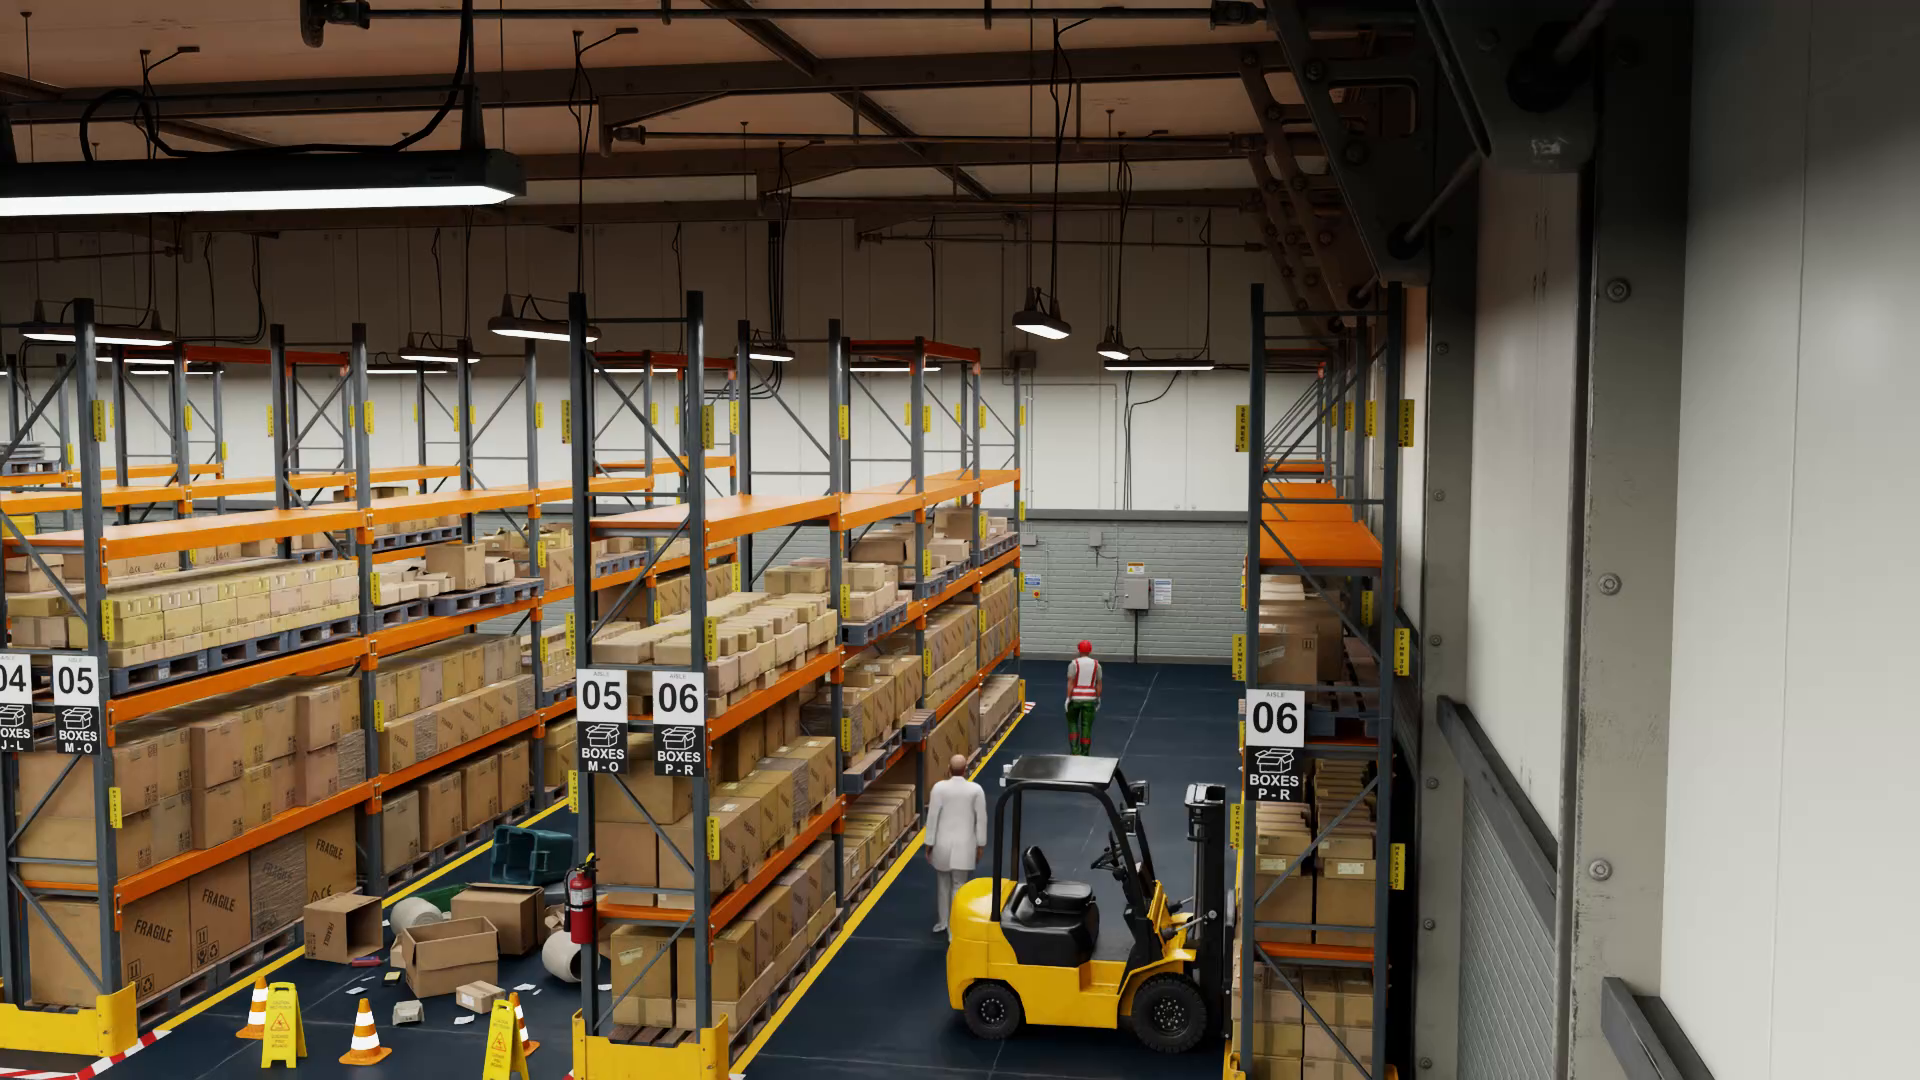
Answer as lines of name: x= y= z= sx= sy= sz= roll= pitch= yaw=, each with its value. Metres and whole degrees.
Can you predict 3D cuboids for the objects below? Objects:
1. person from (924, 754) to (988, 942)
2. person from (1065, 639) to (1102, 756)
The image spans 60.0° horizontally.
person: x=-0.042 y=3.007 z=16.147 sx=0.607 sy=1.834 sz=0.608 roll=0 pitch=5 yaw=6
person: x=1.787 y=2.346 z=24.090 sx=0.555 sy=1.808 sz=0.537 roll=0 pitch=5 yaw=0
